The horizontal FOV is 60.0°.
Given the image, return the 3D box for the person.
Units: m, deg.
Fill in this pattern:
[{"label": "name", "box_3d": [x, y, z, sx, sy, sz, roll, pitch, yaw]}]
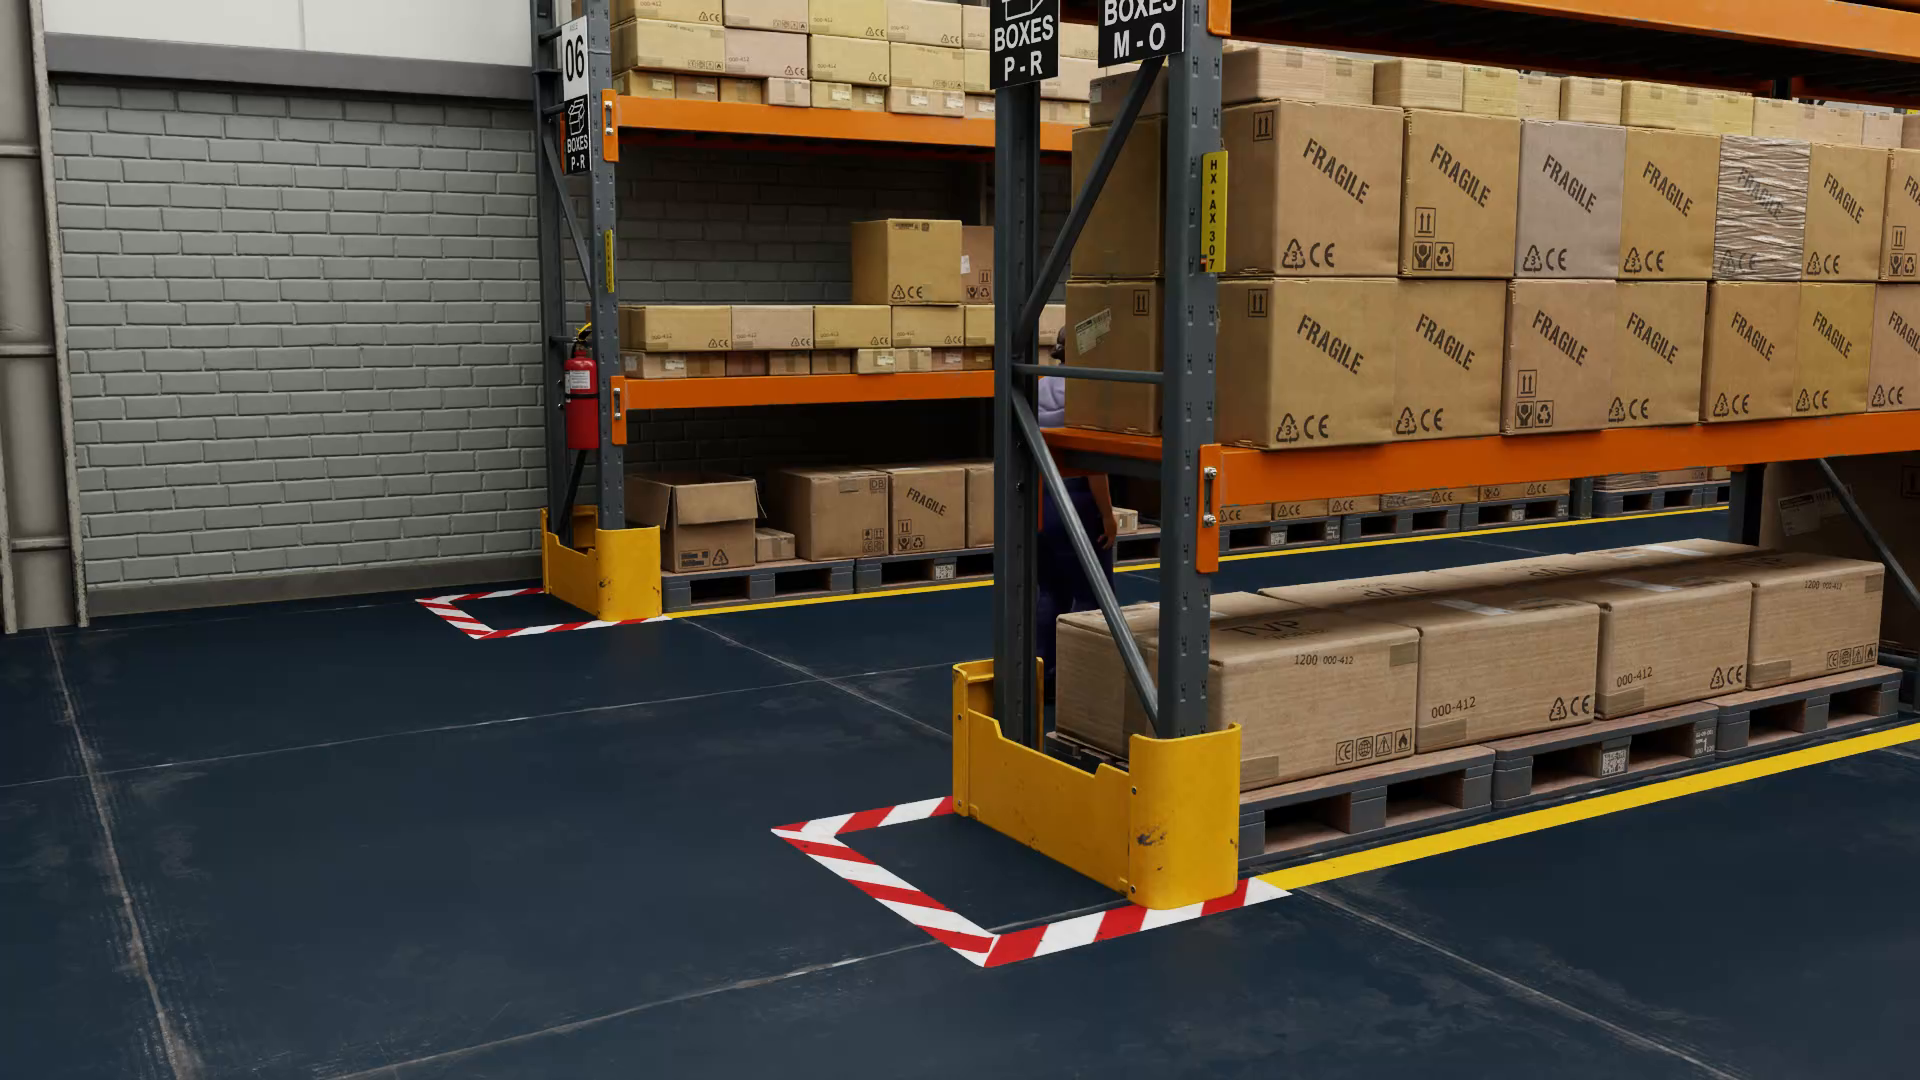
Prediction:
[{"label": "person", "box_3d": [0.465, -0.099, 7.044, 0.376, 1.651, 0.561, -6, 10, -34]}]
